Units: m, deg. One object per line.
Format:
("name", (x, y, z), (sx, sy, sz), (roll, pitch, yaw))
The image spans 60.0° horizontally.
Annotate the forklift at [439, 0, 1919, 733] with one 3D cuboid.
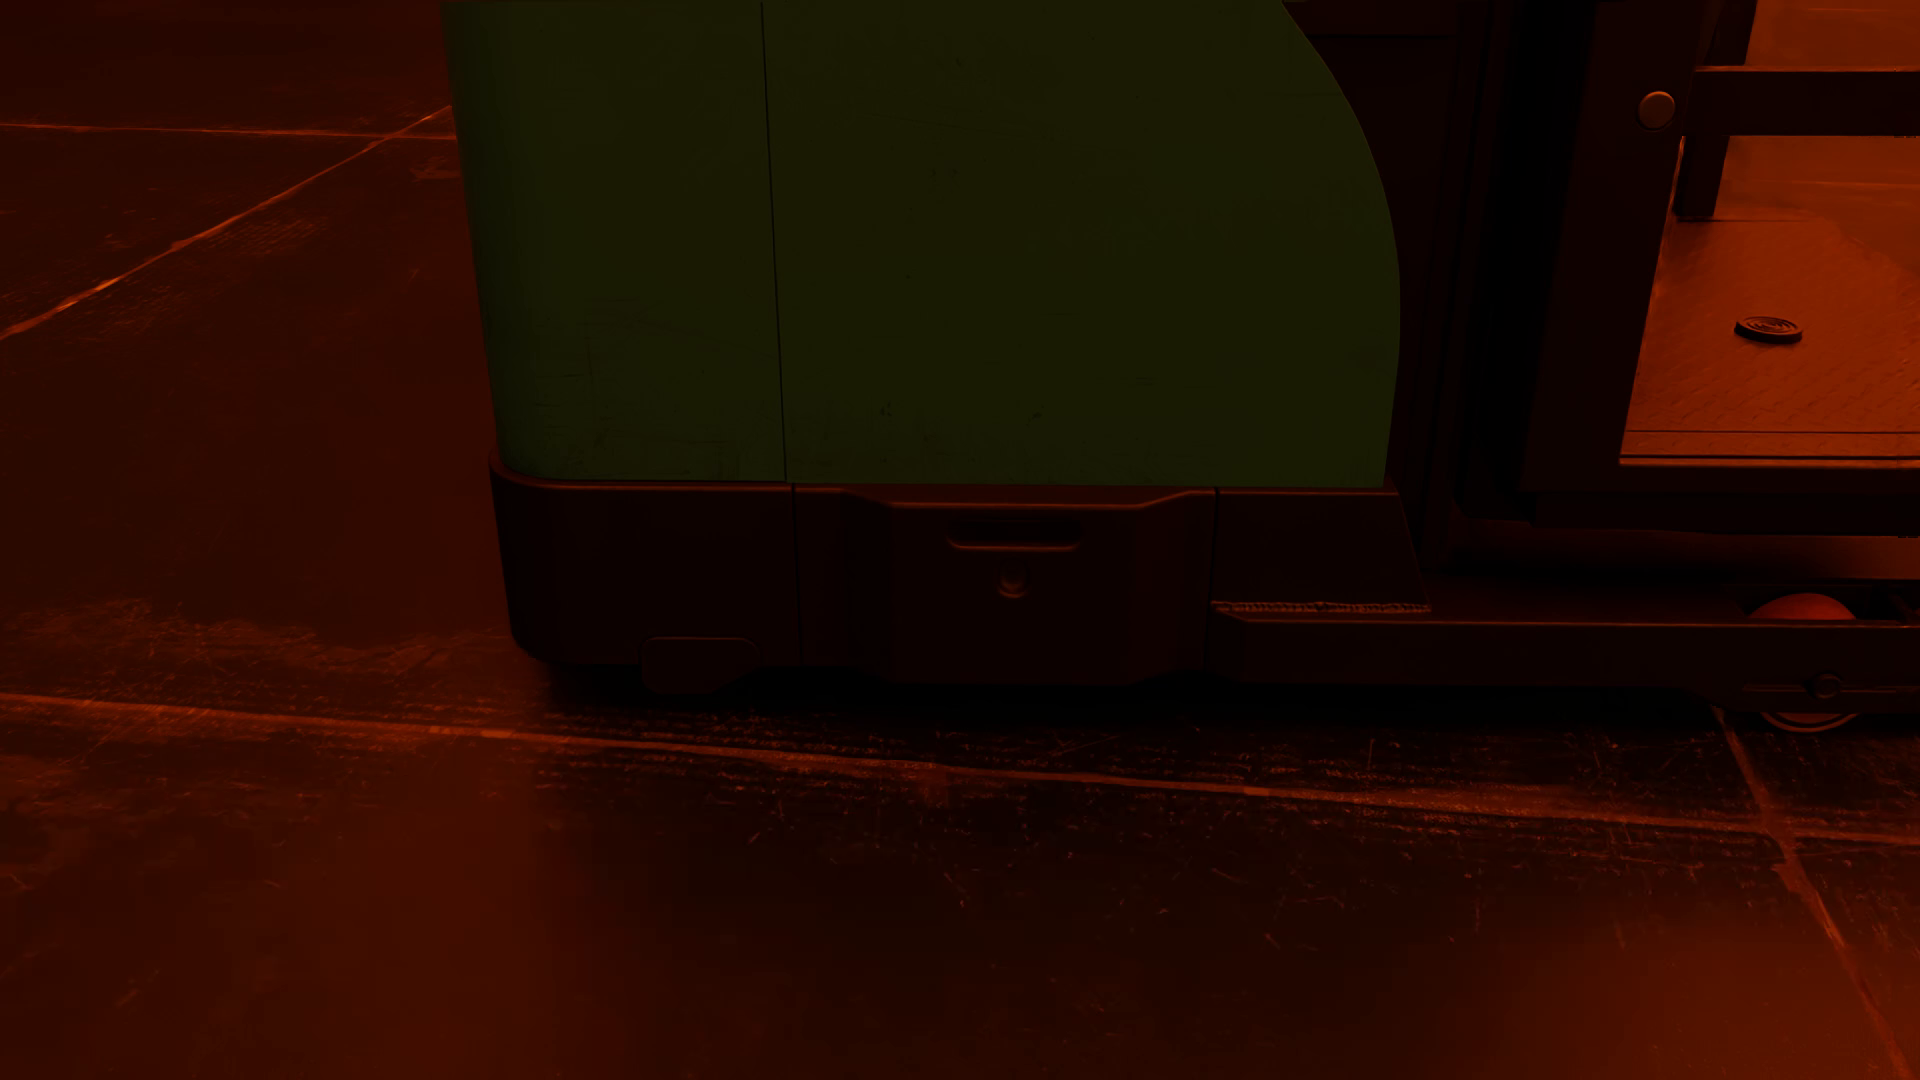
("forklift", (0.952, -1.316, 1.855), (3.031, 2.935, 1.130), (1, 27, 1))
